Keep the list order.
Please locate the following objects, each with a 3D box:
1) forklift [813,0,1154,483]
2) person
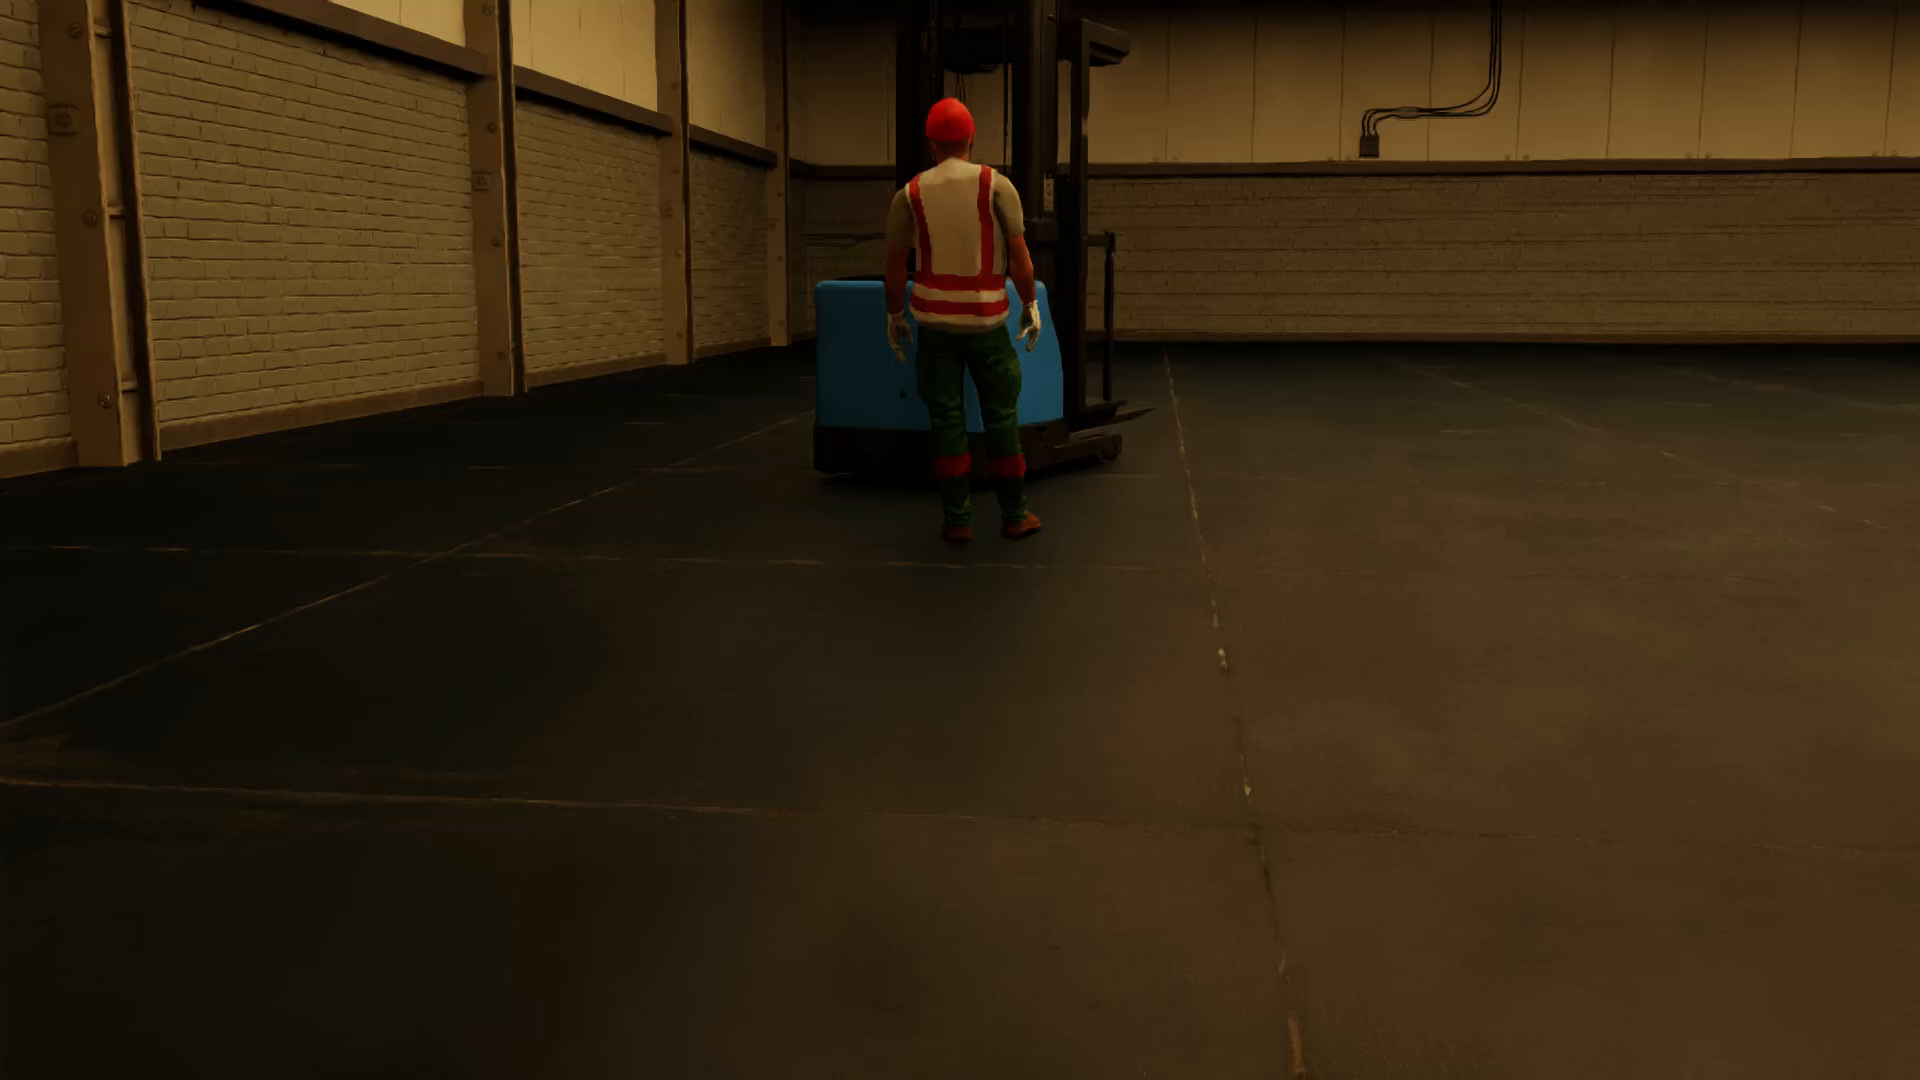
[{"bbox_3d":[0.324,-1.926,9.776,1.130,2.935,3.031,4,10,26],"label":"forklift"},{"bbox_3d":[0.020,-0.903,6.892,0.637,1.787,0.563,1,9,6],"label":"person"}]
